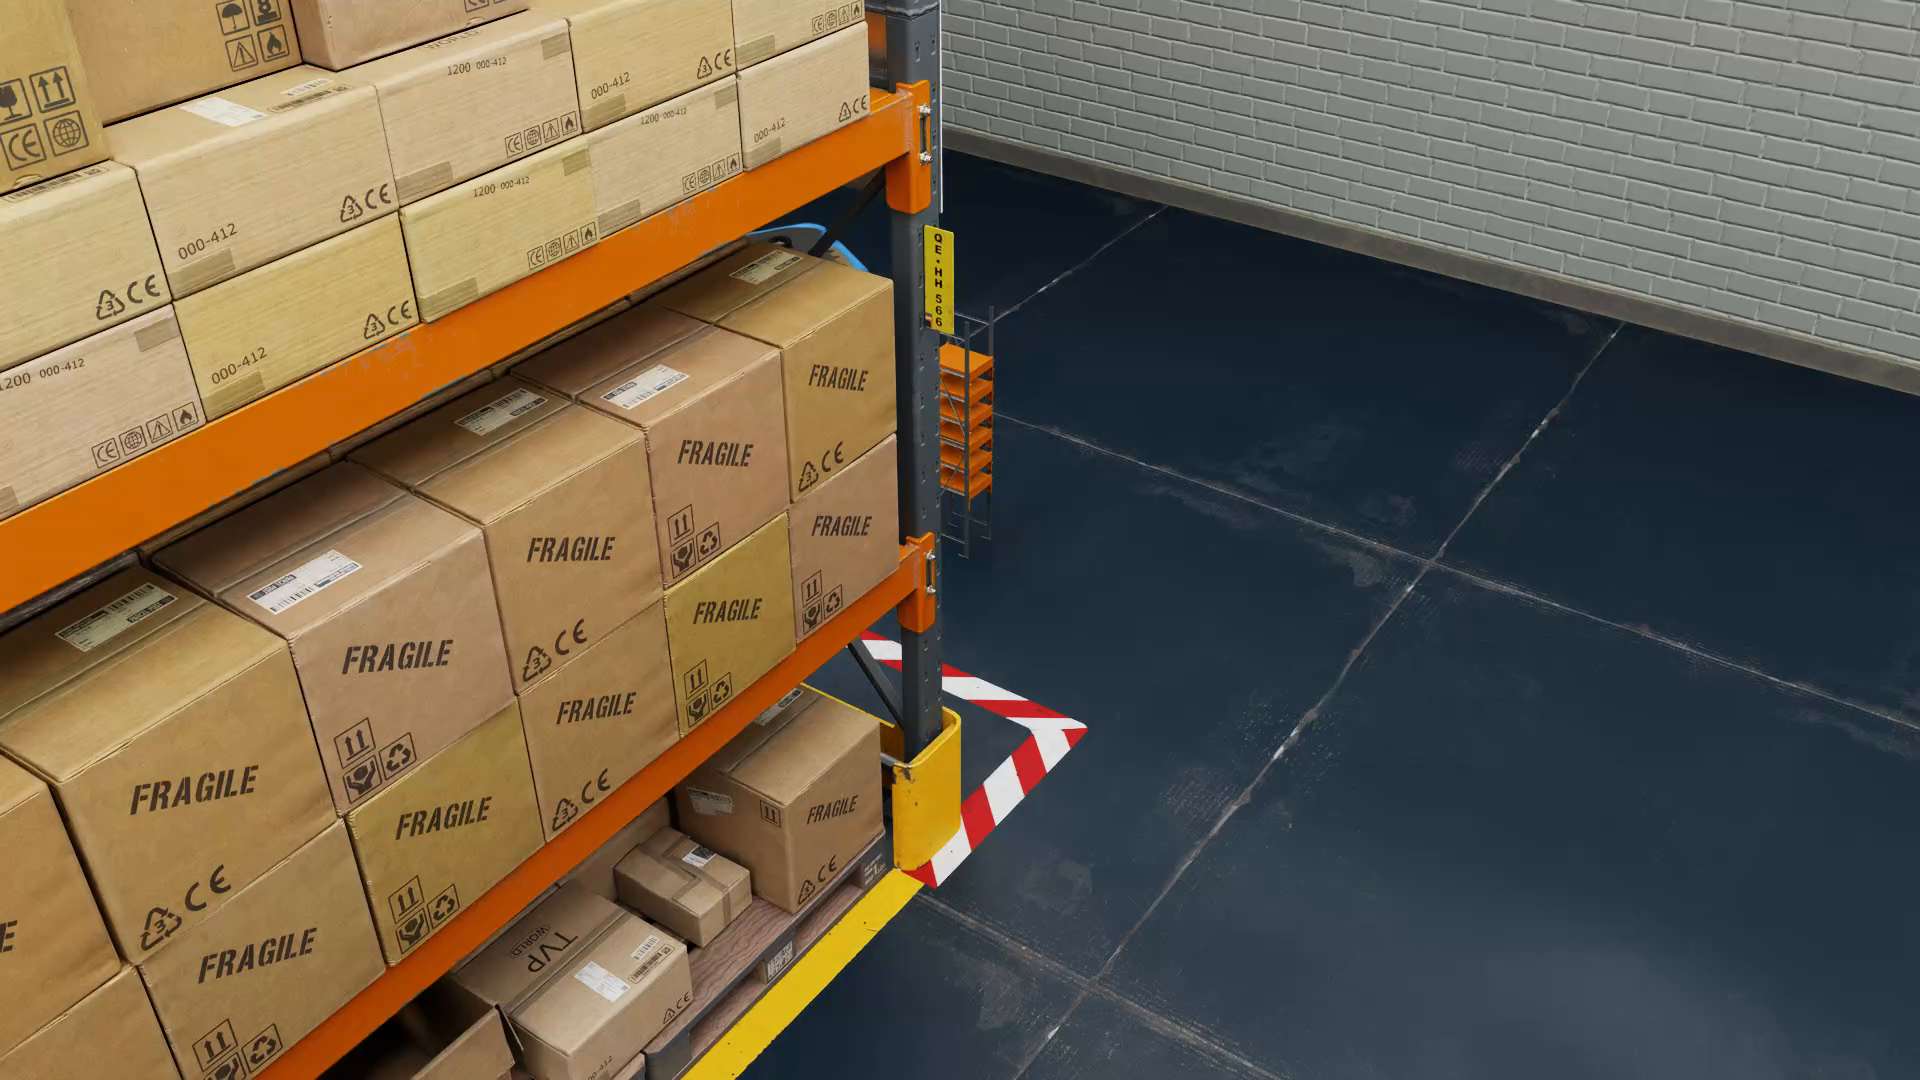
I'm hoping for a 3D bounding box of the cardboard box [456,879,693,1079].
[{"bbox_3d":[-1.180,1.376,5.099,0.500,0.250,0.500,21,39,28],"label":"cardboard box"}]

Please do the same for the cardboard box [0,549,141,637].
[{"bbox_3d":[-2.133,0.264,3.700,0.500,0.500,0.500,22,40,29],"label":"cardboard box"}]

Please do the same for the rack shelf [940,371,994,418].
[{"bbox_3d":[-0.008,-0.652,7.294,0.258,0.103,0.180,21,39,28],"label":"rack shelf"}]

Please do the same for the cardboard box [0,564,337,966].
[{"bbox_3d":[-1.699,0.447,3.429,0.500,0.500,0.500,20,39,27],"label":"cardboard box"}]

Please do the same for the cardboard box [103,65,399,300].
[{"bbox_3d":[-1.442,-0.715,3.140,0.500,0.250,0.500,21,39,28],"label":"cardboard box"}]

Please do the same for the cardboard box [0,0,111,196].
[{"bbox_3d":[-1.859,-0.847,2.666,0.700,0.500,0.500,21,39,28],"label":"cardboard box"}]

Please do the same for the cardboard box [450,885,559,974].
[{"bbox_3d":[-1.619,1.240,5.301,0.500,0.250,0.500,21,39,28],"label":"cardboard box"}]

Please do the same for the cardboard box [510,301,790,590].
[{"bbox_3d":[-0.821,-0.267,4.486,0.500,0.500,0.500,22,40,29],"label":"cardboard box"}]

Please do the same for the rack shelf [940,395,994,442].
[{"bbox_3d":[-0.008,-0.553,7.362,0.258,0.103,0.180,21,39,28],"label":"rack shelf"}]

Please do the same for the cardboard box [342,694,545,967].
[{"bbox_3d":[-1.407,0.614,4.075,0.500,0.500,0.500,21,39,28],"label":"cardboard box"}]

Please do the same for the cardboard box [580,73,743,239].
[{"bbox_3d":[-0.876,-0.970,3.963,0.500,0.250,0.500,21,39,28],"label":"cardboard box"}]

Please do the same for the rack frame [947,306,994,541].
[{"bbox_3d":[0.044,-0.532,7.466,0.240,1.200,0.006,21,39,28],"label":"rack frame"}]

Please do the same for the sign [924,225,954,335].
[{"bbox_3d":[-0.061,-0.761,4.882,0.100,0.325,0.005,21,39,28],"label":"sign"}]

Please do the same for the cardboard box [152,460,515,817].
[{"bbox_3d":[-1.406,0.209,3.781,0.500,0.500,0.500,23,40,30],"label":"cardboard box"}]

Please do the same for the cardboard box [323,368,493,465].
[{"bbox_3d":[-1.556,-0.201,4.388,0.500,0.500,0.500,22,40,29],"label":"cardboard box"}]

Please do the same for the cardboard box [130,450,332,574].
[{"bbox_3d":[-1.845,0.033,4.041,0.500,0.500,0.500,21,39,28],"label":"cardboard box"}]

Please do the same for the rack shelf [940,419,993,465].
[{"bbox_3d":[-0.008,-0.454,7.429,0.258,0.103,0.180,21,39,28],"label":"rack shelf"}]

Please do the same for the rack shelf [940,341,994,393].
[{"bbox_3d":[-0.008,-0.752,7.227,0.258,0.103,0.180,21,39,28],"label":"rack shelf"}]

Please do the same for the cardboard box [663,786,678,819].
[{"bbox_3d":[-1.169,0.852,5.948,0.380,0.166,0.250,21,39,28],"label":"cardboard box"}]

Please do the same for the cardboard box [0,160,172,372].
[{"bbox_3d":[-1.727,-0.485,2.800,0.500,0.250,0.500,21,39,28],"label":"cardboard box"}]

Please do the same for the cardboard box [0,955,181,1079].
[{"bbox_3d":[-1.983,1.078,3.389,0.500,0.500,0.500,22,40,29],"label":"cardboard box"}]

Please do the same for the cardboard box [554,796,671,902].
[{"bbox_3d":[-1.334,1.010,5.641,0.500,0.250,0.500,21,39,28],"label":"cardboard box"}]

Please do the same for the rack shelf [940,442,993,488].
[{"bbox_3d":[-0.008,-0.354,7.496,0.258,0.103,0.180,21,39,28],"label":"rack shelf"}]

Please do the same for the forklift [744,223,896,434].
[{"bbox_3d":[-1.828,-1.300,7.056,3.031,2.935,1.130,-15,37,-21],"label":"forklift"}]

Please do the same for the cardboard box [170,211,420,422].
[{"bbox_3d":[-1.449,-0.511,3.284,0.500,0.250,0.500,21,39,28],"label":"cardboard box"}]

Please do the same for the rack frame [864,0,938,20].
[{"bbox_3d":[-0.506,-2.822,3.890,1.000,3.000,0.127,21,39,28],"label":"rack frame"}]

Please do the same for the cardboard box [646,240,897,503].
[{"bbox_3d":[-0.534,-0.500,4.830,0.500,0.500,0.500,21,39,28],"label":"cardboard box"}]

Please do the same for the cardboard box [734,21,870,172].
[{"bbox_3d":[-0.582,-1.197,4.298,0.500,0.250,0.500,21,39,28],"label":"cardboard box"}]

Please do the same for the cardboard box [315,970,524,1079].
[{"bbox_3d":[-1.719,1.489,4.706,0.797,0.503,0.637,21,39,28],"label":"cardboard box"}]

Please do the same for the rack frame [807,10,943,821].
[{"bbox_3d":[-0.506,-0.337,5.571,1.000,3.000,0.127,21,39,28],"label":"rack frame"}]

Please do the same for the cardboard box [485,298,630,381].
[{"bbox_3d":[-1.267,-0.430,4.726,0.500,0.500,0.500,22,40,29],"label":"cardboard box"}]

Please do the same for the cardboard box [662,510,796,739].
[{"bbox_3d":[-0.830,0.155,4.755,0.500,0.500,0.500,22,40,29],"label":"cardboard box"}]

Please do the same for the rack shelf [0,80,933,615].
[{"bbox_3d":[-1.646,-0.361,3.571,1.077,0.370,4.000,21,39,28],"label":"rack shelf"}]

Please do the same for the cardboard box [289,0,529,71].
[{"bbox_3d":[-1.337,-1.326,3.374,0.700,0.500,0.500,21,39,28],"label":"cardboard box"}]

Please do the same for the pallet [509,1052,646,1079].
[{"bbox_3d":[-1.699,1.780,4.930,1.003,0.211,1.213,21,39,28],"label":"pallet"}]

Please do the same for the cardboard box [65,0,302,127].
[{"bbox_3d":[-1.699,-1.126,3.078,0.700,0.500,0.500,21,39,28],"label":"cardboard box"}]

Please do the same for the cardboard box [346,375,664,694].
[{"bbox_3d":[-1.113,-0.027,4.130,0.500,0.500,0.500,22,40,29],"label":"cardboard box"}]

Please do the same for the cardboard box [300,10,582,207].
[{"bbox_3d":[-1.162,-0.948,3.483,0.500,0.250,0.500,21,39,28],"label":"cardboard box"}]

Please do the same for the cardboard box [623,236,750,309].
[{"bbox_3d":[-0.975,-0.673,5.085,0.500,0.500,0.500,23,40,30],"label":"cardboard box"}]

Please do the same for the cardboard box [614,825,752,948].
[{"bbox_3d":[-0.918,1.141,5.522,0.380,0.166,0.250,21,39,28],"label":"cardboard box"}]

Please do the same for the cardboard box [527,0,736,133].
[{"bbox_3d":[-0.874,-1.176,3.822,0.500,0.250,0.500,21,39,28],"label":"cardboard box"}]

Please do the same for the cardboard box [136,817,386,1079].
[{"bbox_3d":[-1.695,0.849,3.728,0.500,0.500,0.500,21,39,28],"label":"cardboard box"}]

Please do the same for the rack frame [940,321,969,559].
[{"bbox_3d":[-0.060,-0.448,7.342,0.240,1.200,0.006,21,39,28],"label":"rack frame"}]

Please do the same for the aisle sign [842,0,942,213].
[{"bbox_3d":[-0.215,-1.347,4.744,0.394,0.787,0.004,21,39,28],"label":"aisle sign"}]

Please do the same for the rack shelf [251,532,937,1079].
[{"bbox_3d":[-1.646,0.881,4.411,1.077,0.370,4.000,21,39,28],"label":"rack shelf"}]

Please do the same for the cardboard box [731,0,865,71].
[{"bbox_3d":[-0.589,-1.407,4.162,0.500,0.250,0.500,21,39,28],"label":"cardboard box"}]

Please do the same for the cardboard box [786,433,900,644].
[{"bbox_3d":[-0.537,-0.085,5.109,0.500,0.500,0.500,23,40,30],"label":"cardboard box"}]

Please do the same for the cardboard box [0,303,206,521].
[{"bbox_3d":[-1.731,-0.280,2.942,0.500,0.250,0.500,21,39,28],"label":"cardboard box"}]

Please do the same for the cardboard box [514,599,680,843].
[{"bbox_3d":[-1.119,0.382,4.418,0.500,0.500,0.500,22,40,29],"label":"cardboard box"}]

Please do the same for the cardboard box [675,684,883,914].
[{"bbox_3d":[-0.613,0.845,5.661,0.500,0.500,0.500,21,39,28],"label":"cardboard box"}]

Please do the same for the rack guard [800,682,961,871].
[{"bbox_3d":[-0.549,0.733,6.219,1.175,0.500,0.348,21,39,28],"label":"rack guard"}]

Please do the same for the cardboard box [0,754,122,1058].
[{"bbox_3d":[-1.993,0.684,3.079,0.500,0.500,0.500,20,39,27],"label":"cardboard box"}]

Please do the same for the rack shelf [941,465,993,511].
[{"bbox_3d":[-0.008,-0.255,7.563,0.258,0.103,0.180,21,39,28],"label":"rack shelf"}]

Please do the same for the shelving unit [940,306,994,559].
[{"bbox_3d":[-0.008,-0.490,7.404,0.258,1.200,0.189,21,39,28],"label":"shelving unit"}]

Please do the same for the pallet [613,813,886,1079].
[{"bbox_3d":[-1.003,1.220,5.757,1.003,0.211,1.213,21,39,28],"label":"pallet"}]

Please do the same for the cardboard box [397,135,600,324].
[{"bbox_3d":[-1.150,-0.736,3.617,0.500,0.250,0.500,21,39,28],"label":"cardboard box"}]
